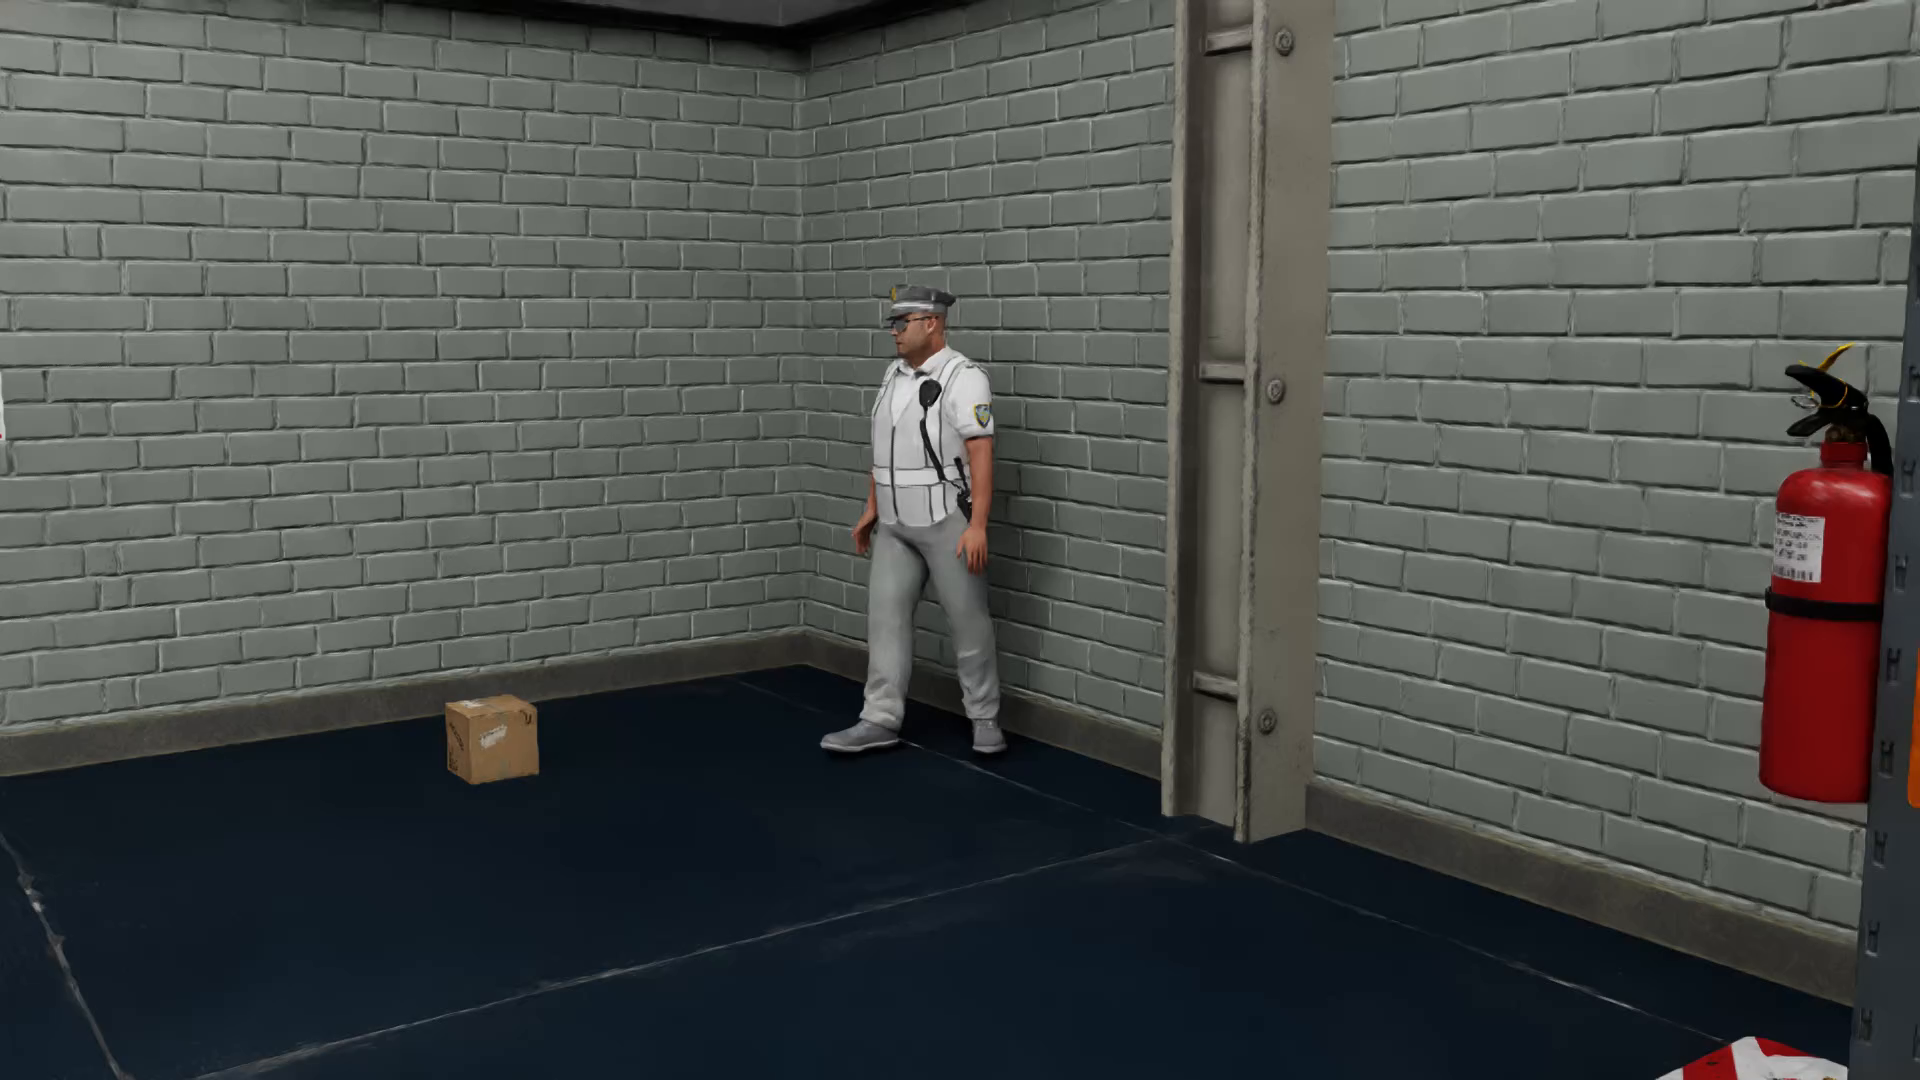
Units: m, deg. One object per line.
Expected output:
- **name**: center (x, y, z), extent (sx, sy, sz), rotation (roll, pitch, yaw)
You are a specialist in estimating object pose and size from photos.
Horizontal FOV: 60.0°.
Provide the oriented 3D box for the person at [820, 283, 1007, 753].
- **person**: center (-0.174, -0.076, 6.213), extent (0.672, 1.744, 0.633), rotation (7, 10, 40)
